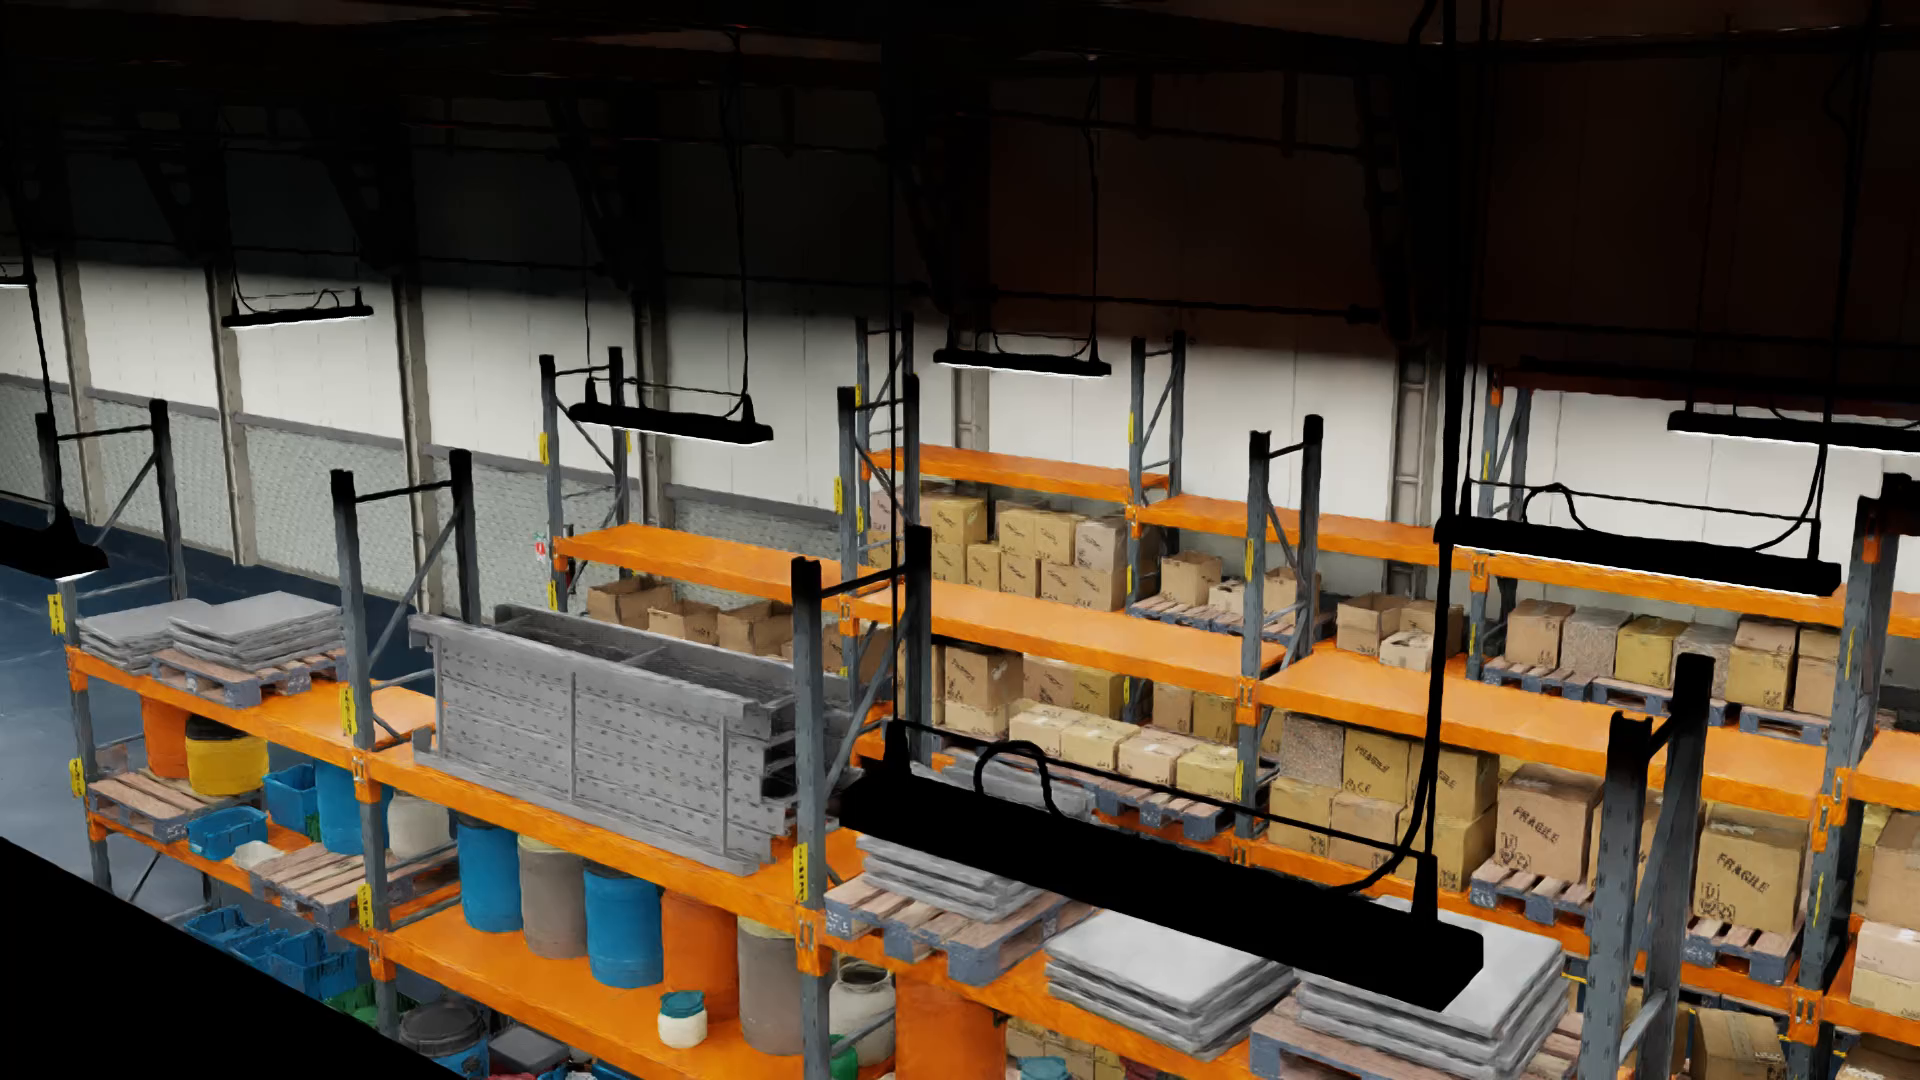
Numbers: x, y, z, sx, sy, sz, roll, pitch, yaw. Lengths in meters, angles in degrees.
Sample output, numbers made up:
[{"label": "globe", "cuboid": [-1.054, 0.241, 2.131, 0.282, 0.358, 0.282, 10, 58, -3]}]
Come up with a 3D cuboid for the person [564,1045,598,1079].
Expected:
[{"label": "person", "cuboid": [-2.671, 4.027, 11.892, 0.524, 0.994, 0.402, 7, 15, 28]}]
